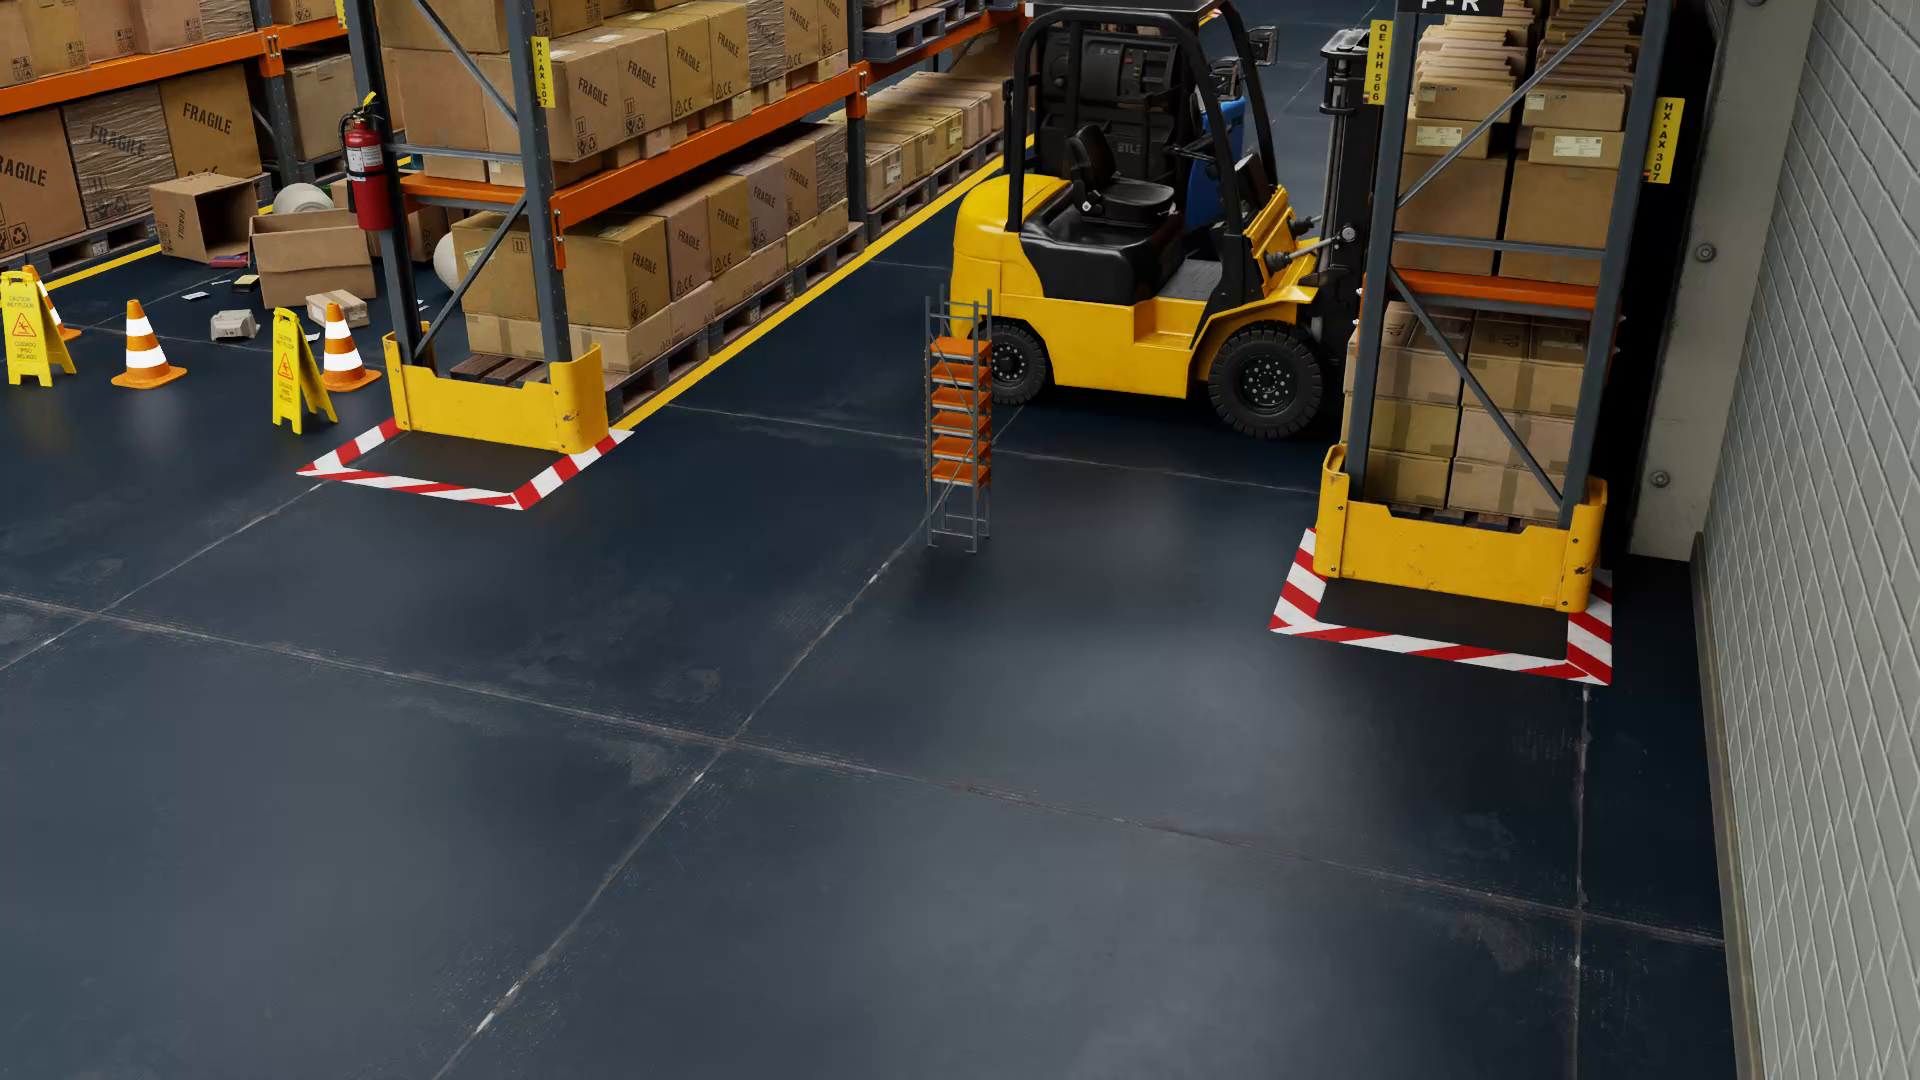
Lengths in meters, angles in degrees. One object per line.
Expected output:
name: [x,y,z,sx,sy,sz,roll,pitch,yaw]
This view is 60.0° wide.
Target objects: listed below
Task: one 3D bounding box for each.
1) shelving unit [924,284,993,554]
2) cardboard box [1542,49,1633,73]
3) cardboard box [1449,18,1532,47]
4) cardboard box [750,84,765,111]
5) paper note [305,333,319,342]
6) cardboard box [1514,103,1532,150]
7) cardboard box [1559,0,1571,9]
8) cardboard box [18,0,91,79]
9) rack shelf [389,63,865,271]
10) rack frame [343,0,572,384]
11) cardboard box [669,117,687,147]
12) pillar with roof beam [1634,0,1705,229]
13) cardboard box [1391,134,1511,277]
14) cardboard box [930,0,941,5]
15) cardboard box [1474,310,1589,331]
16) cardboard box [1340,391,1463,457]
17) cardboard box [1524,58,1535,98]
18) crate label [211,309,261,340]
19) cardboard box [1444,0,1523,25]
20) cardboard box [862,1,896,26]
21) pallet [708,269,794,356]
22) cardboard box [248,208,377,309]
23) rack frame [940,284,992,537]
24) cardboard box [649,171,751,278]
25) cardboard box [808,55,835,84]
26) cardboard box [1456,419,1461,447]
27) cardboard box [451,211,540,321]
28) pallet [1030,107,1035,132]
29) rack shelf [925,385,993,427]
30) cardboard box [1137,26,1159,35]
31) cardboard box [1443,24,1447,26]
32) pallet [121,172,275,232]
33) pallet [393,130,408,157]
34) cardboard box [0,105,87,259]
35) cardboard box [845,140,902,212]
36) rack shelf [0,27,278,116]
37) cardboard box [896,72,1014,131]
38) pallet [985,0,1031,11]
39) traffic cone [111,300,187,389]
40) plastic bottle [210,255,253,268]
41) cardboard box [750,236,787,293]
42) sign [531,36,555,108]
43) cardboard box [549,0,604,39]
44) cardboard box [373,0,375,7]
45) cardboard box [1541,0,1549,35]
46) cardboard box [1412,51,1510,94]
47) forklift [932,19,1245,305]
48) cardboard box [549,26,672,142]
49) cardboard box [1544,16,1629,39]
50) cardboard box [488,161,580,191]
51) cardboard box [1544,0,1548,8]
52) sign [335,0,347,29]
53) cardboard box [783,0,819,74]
shelving unit: [-0.005,-0.534,7.476,0.258,1.200,0.189,9,27,17]
cardboard box: [2.788,-2.086,7.415,0.380,0.149,0.250,9,27,18]
cardboard box: [2.610,-2.475,8.219,0.380,0.149,0.250,9,27,18]
cardboard box: [-1.434,-2.749,10.274,0.380,0.149,0.250,8,27,17]
paper note: [-4.060,-1.254,10.305,0.148,0.019,0.142,0,26,-1]
cardboard box: [2.564,-1.745,7.052,0.380,0.149,0.250,9,27,17]
cardboard box: [3.497,-2.927,9.153,0.380,0.149,0.250,8,27,17]
cardboard box: [-6.513,-3.481,11.326,0.875,0.550,0.500,9,27,17]
rack shelf: [-1.832,-2.412,10.114,1.077,0.370,4.000,9,27,17]
rack frame: [-2.497,-1.913,8.260,1.000,3.000,0.127,9,27,17]
cardboard box: [-1.771,-2.322,9.392,0.380,0.149,0.250,9,27,19]
pillar with roof beam: [1.203,-7.141,12.172,9.100,9.000,0.400,9,27,17]
cardboard box: [2.101,-1.480,7.251,0.500,0.500,0.500,8,27,16]
cardboard box: [-0.362,-4.244,12.880,0.380,0.149,0.250,9,27,18]
cardboard box: [2.686,-0.973,7.842,0.500,0.250,0.500,9,27,18]
cardboard box: [2.052,-0.617,7.682,0.500,0.250,0.500,8,27,17]
cardboard box: [2.797,-2.315,8.974,0.500,0.500,0.500,8,27,17]
crate label: [-4.527,-1.342,10.365,0.250,0.136,0.298,-5,26,-9]
cardboard box: [2.869,-2.904,9.106,0.380,0.149,0.250,9,27,19]
cardboard box: [-0.684,-3.814,11.993,0.380,0.149,0.250,9,27,18]
pallet: [-1.761,-1.518,10.643,1.003,0.211,1.213,9,27,17]
cardboard box: [-4.300,-1.879,11.053,0.797,0.503,0.637,-9,27,-18]
rack frame: [0.026,-0.572,7.554,0.240,1.200,0.006,9,27,17]
cardboard box: [-1.616,-1.924,10.095,0.500,0.500,0.500,9,27,18]
cardboard box: [-1.062,-3.164,11.132,0.380,0.149,0.250,9,27,19]
cardboard box: [2.218,-0.588,8.197,0.500,0.250,0.500,9,27,17]
cardboard box: [-2.477,-1.569,9.362,0.500,0.500,0.500,9,27,18]
pallet: [0.498,-4.259,16.304,1.003,0.211,1.213,9,27,17]
rack shelf: [-0.005,-0.602,7.443,0.258,0.103,0.180,9,27,17]
cardboard box: [1.806,-6.123,19.412,0.875,0.438,0.875,8,27,17]
cardboard box: [2.865,-2.775,9.179,0.380,0.149,0.250,9,27,19]
pallet: [-6.195,-2.677,13.037,1.003,0.211,1.213,9,27,17]
pallet: [-5.278,-3.809,15.376,1.003,0.211,1.213,9,27,17]
cardboard box: [-6.745,-2.473,11.371,0.875,0.875,0.875,8,27,17]
cardboard box: [-0.994,-2.779,12.582,0.950,0.372,0.625,9,27,18]
rack shelf: [-6.533,-3.088,11.511,1.077,0.370,4.000,9,27,17]
cardboard box: [-0.033,-3.977,15.054,0.950,0.372,0.625,7,27,14]
pallet: [0.028,-4.806,14.455,1.213,0.211,1.003,9,27,17]
traffic cone: [-4.731,-1.157,9.608,0.336,0.463,0.334,9,27,17]
plastic bottle: [-5.125,-1.965,11.738,0.283,0.061,0.133,0,26,-1]
cardboard box: [-1.451,-1.798,10.695,0.500,0.250,0.500,9,27,18]
sign: [-1.986,-2.224,7.909,0.100,0.325,0.005,9,27,17]
cardboard box: [-2.358,-2.991,8.882,0.700,0.500,0.500,9,27,18]
cardboard box: [-5.103,-4.868,14.248,0.500,0.500,0.500,9,27,17]
cardboard box: [3.778,-3.657,11.459,0.500,0.250,0.500,9,27,18]
cardboard box: [2.220,-2.061,7.364,0.380,0.149,0.250,9,27,19]
forklift: [0.875,-3.083,10.754,1.130,2.935,3.031,14,29,27]
cardboard box: [-1.909,-2.460,8.933,0.500,0.500,0.500,10,27,19]
cardboard box: [3.124,-2.514,8.299,0.380,0.149,0.250,10,27,19]
cardboard box: [-2.189,-1.910,8.541,0.380,0.149,0.250,9,27,18]
cardboard box: [3.620,-3.550,10.781,0.380,0.149,0.250,9,27,17]
sign: [-3.014,-2.666,8.122,0.100,0.325,0.005,9,27,17]
cardboard box: [-1.244,-3.305,10.678,0.500,0.500,0.500,10,27,19]
